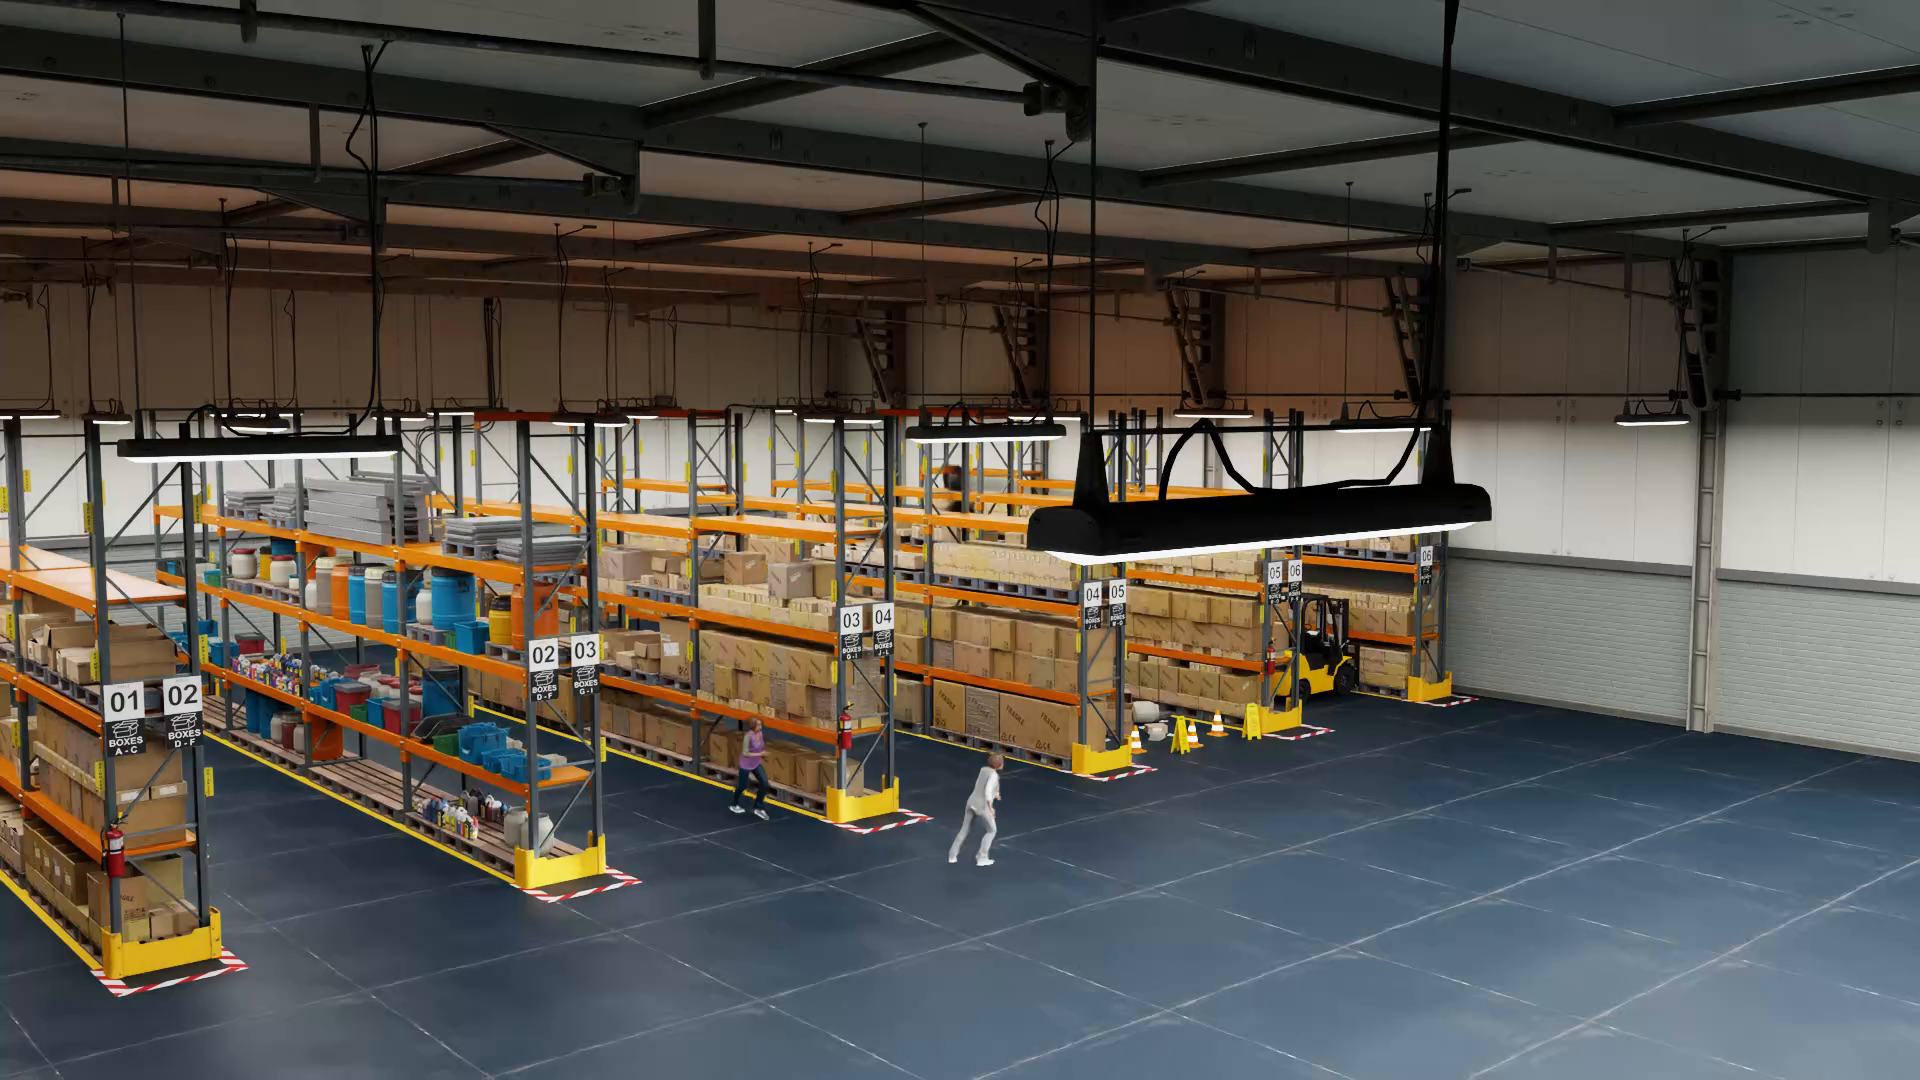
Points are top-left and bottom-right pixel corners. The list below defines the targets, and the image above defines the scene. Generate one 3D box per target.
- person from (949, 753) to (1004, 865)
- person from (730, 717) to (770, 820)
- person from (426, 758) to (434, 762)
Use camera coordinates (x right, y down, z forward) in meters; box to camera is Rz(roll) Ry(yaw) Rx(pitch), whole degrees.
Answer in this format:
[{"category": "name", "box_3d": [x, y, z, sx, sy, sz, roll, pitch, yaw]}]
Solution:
[{"category": "person", "box_3d": [0.252, 3.624, 22.337, 0.812, 1.520, 0.583, -4, 6, -36]}, {"category": "person", "box_3d": [-3.129, 3.394, 24.716, 0.855, 1.535, 0.520, 4, 7, 40]}, {"category": "person", "box_3d": [-9.041, 3.044, 28.598, 0.729, 1.635, 0.604, 1, 5, 17]}]
